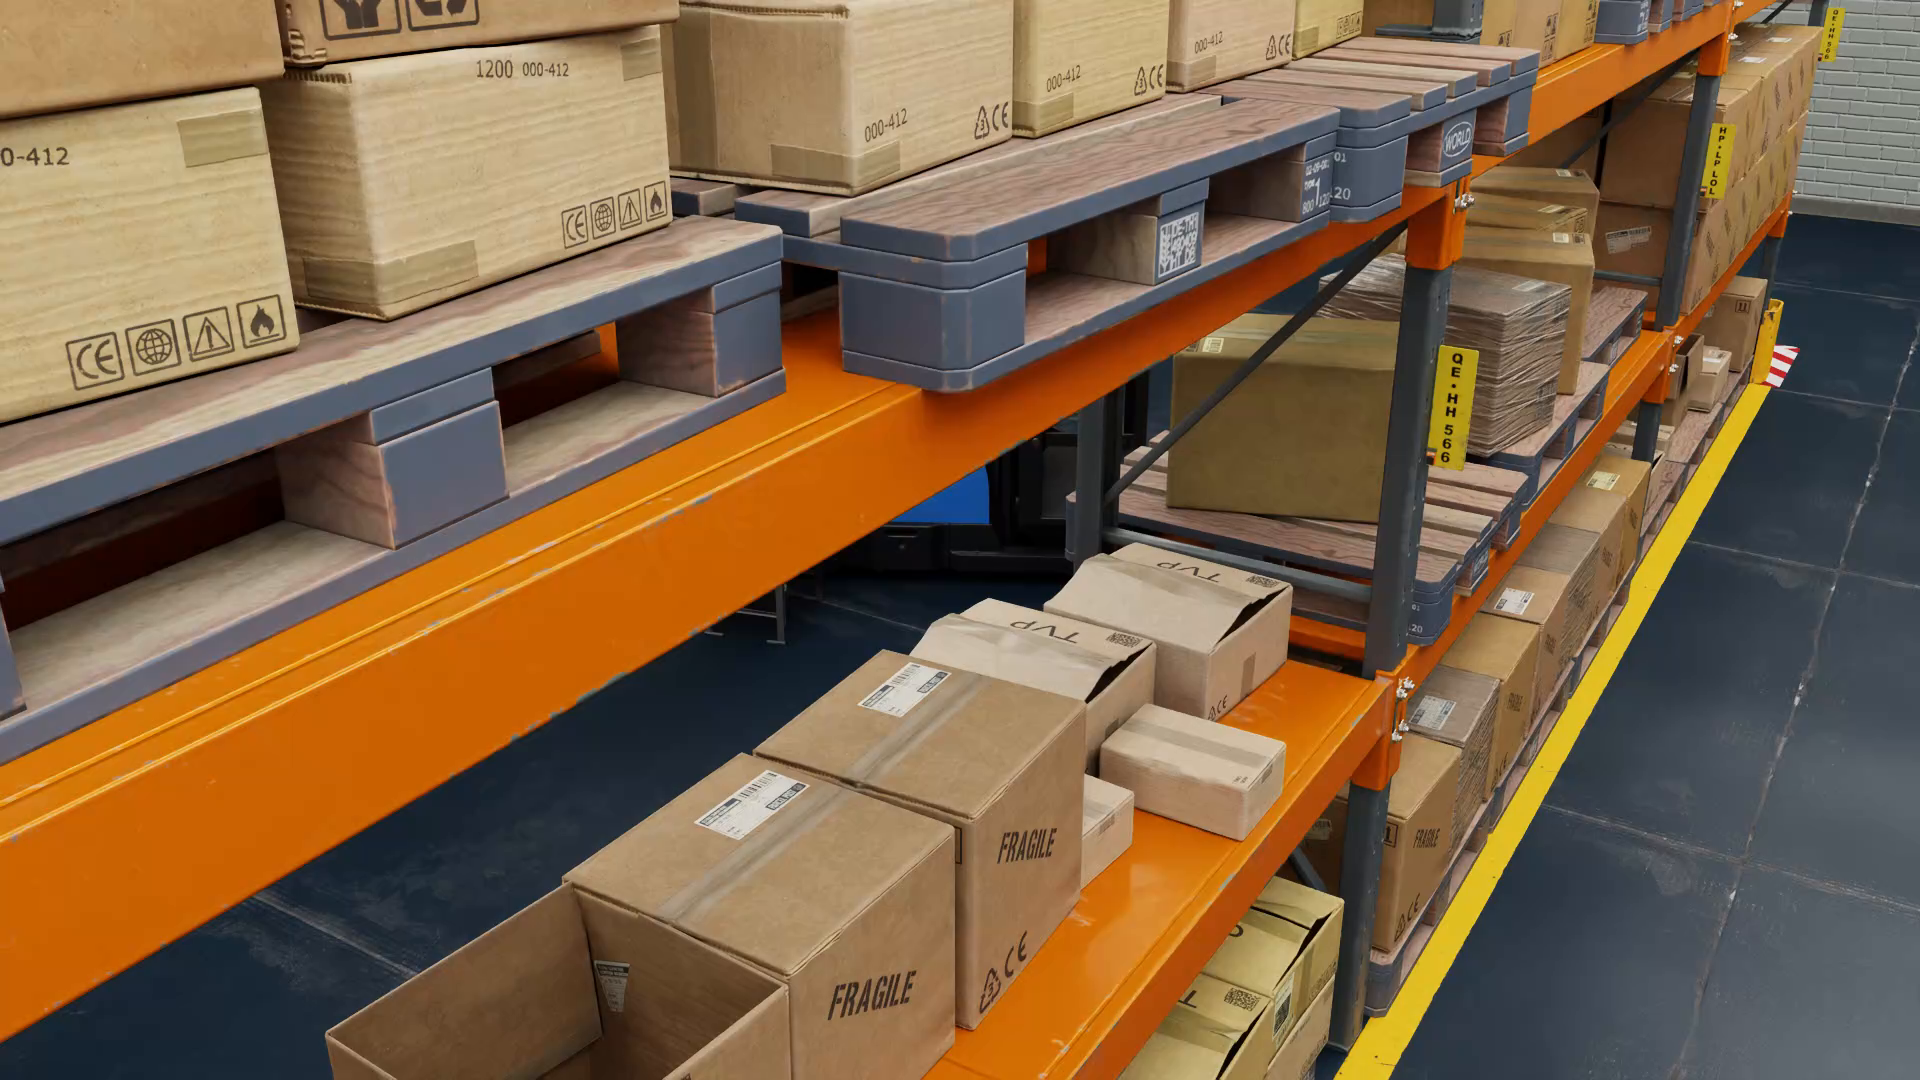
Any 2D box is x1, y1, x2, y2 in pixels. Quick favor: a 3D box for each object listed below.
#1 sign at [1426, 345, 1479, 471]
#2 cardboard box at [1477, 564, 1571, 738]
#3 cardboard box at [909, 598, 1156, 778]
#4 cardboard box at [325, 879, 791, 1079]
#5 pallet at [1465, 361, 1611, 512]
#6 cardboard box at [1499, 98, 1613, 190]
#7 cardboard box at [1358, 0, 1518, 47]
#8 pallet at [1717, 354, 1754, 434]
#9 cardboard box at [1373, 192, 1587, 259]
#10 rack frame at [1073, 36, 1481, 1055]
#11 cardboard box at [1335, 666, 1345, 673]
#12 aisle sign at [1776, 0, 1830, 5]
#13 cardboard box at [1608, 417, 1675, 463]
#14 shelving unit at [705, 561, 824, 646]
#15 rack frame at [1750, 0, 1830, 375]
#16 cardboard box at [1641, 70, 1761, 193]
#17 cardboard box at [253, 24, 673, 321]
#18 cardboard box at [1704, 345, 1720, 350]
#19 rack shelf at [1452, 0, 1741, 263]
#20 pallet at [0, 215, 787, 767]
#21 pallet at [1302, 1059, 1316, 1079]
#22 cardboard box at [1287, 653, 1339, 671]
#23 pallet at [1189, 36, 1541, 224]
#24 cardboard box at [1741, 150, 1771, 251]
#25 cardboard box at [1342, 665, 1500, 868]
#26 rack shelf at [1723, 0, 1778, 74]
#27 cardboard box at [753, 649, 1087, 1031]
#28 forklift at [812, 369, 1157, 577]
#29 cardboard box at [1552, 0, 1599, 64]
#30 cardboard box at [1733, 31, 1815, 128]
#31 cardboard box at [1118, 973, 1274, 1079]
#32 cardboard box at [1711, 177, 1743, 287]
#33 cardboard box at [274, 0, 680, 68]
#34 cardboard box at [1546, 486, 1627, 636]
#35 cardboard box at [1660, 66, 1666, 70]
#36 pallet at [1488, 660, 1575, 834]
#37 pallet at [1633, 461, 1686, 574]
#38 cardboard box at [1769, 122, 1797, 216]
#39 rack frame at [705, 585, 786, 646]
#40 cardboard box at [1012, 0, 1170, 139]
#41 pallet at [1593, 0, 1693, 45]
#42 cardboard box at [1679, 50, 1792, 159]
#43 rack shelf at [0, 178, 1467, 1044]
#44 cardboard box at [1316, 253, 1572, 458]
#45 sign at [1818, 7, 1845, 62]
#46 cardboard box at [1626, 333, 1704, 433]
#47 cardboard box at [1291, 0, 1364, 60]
[{"bbox_3d":[1.272,-0.339,4.300,0.100,0.325,0.005,14,27,29],"label":"sign"},{"bbox_3d":[2.093,0.405,6.631,0.500,0.500,0.500,13,27,27],"label":"cardboard box"},{"bbox_3d":[0.162,0.379,4.211,0.500,0.311,0.500,14,27,28],"label":"cardboard box"},{"bbox_3d":[-0.615,0.948,2.660,0.500,0.500,0.500,16,28,33],"label":"cardboard box"},{"bbox_3d":[1.820,-0.492,6.353,1.003,0.211,1.213,14,27,29],"label":"pallet"},{"bbox_3d":[2.955,-2.003,8.216,0.500,0.500,0.500,14,27,29],"label":"cardboard box"},{"bbox_3d":[1.000,-1.500,4.537,0.910,0.500,0.500,14,27,29],"label":"cardboard box"},{"bbox_3d":[4.559,-1.048,10.906,1.003,0.211,1.213,14,27,29],"label":"pallet"},{"bbox_3d":[2.160,-1.153,6.984,0.700,0.500,0.500,19,30,37],"label":"cardboard box"},{"bbox_3d":[0.799,0.077,4.796,1.000,3.000,0.127,14,27,29],"label":"rack frame"},{"bbox_3d":[1.092,0.657,6.048,0.500,0.500,0.500,15,28,31],"label":"cardboard box"},{"bbox_3d":[5.315,-3.775,10.422,0.394,0.787,0.004,14,27,29],"label":"aisle sign"},{"bbox_3d":[3.762,-0.565,9.292,0.380,0.166,0.250,14,27,29],"label":"cardboard box"},{"bbox_3d":[-0.924,-0.597,7.486,0.431,2.100,0.503,7,24,15],"label":"shelving unit"},{"bbox_3d":[5.018,-2.623,11.034,1.000,3.000,0.127,14,27,29],"label":"rack frame"},{"bbox_3d":[3.668,-2.052,8.330,0.500,0.500,0.500,13,27,27],"label":"cardboard box"},{"bbox_3d":[-0.691,-0.465,1.934,0.500,0.250,0.500,11,26,24],"label":"cardboard box"},{"bbox_3d":[4.651,-1.172,10.694,0.380,0.166,0.250,14,27,29],"label":"cardboard box"},{"bbox_3d":[1.854,-1.644,5.903,1.077,0.370,4.000,14,27,29],"label":"rack shelf"},{"bbox_3d":[-0.857,-0.162,1.814,0.805,0.209,1.217,13,26,27],"label":"pallet"},{"bbox_3d":[0.331,1.626,4.727,1.003,0.211,1.213,14,27,29],"label":"pallet"},{"bbox_3d":[1.119,0.293,5.945,0.500,0.250,0.500,15,28,31],"label":"cardboard box"},{"bbox_3d":[0.517,-0.965,3.666,1.213,0.211,1.003,15,28,31],"label":"pallet"},{"bbox_3d":[4.209,-1.948,9.347,0.500,0.500,0.500,13,27,28],"label":"cardboard box"},{"bbox_3d":[1.553,0.751,5.833,0.500,0.500,0.500,13,27,27],"label":"cardboard box"},{"bbox_3d":[3.964,-2.994,9.021,1.077,0.370,4.000,14,27,29],"label":"rack shelf"},{"bbox_3d":[-0.073,0.601,3.460,0.500,0.500,0.500,12,26,26],"label":"cardboard box"},{"bbox_3d":[0.623,-1.332,8.137,3.031,2.935,1.130,1,23,3],"label":"forklift"},{"bbox_3d":[1.543,-1.847,5.340,0.910,0.500,0.500,14,27,29],"label":"cardboard box"},{"bbox_3d":[4.752,-2.749,9.941,0.500,0.500,0.500,15,27,30],"label":"cardboard box"},{"bbox_3d":[0.463,1.294,4.212,0.500,0.311,0.500,13,27,28],"label":"cardboard box"},{"bbox_3d":[3.676,-1.607,8.561,0.500,0.500,0.500,14,27,30],"label":"cardboard box"},{"bbox_3d":[-0.672,-0.814,1.796,0.500,0.500,0.500,17,29,34],"label":"cardboard box"},{"bbox_3d":[2.624,0.064,7.419,0.500,0.500,0.500,14,27,29],"label":"cardboard box"},{"bbox_3d":[3.489,-2.346,9.010,0.500,0.500,0.500,14,27,29],"label":"cardboard box"},{"bbox_3d":[1.869,0.703,6.862,1.003,0.211,1.213,14,27,29],"label":"pallet"},{"bbox_3d":[3.272,-0.225,9.004,1.003,0.211,1.213,14,27,29],"label":"pallet"},{"bbox_3d":[4.743,-2.285,10.127,0.500,0.500,0.500,14,27,29],"label":"cardboard box"},{"bbox_3d":[-0.993,-0.504,7.271,0.400,2.100,0.015,7,24,15],"label":"rack frame"},{"bbox_3d":[0.035,-0.887,2.908,0.500,0.250,0.500,13,27,28],"label":"cardboard box"},{"bbox_3d":[1.960,-2.007,6.072,1.213,0.211,1.003,14,27,29],"label":"pallet"},{"bbox_3d":[4.211,-2.400,9.134,0.500,0.500,0.500,15,27,31],"label":"cardboard box"},{"bbox_3d":[-0.256,-0.294,2.784,1.077,0.370,4.000,14,27,29],"label":"rack shelf"},{"bbox_3d":[1.680,-0.666,5.859,0.700,0.500,0.500,20,31,39],"label":"cardboard box"},{"bbox_3d":[5.479,-3.176,10.456,0.100,0.325,0.005,14,27,29],"label":"sign"},{"bbox_3d":[3.895,-0.965,9.791,0.797,0.503,0.637,14,27,29],"label":"cardboard box"},{"bbox_3d":[0.607,-1.258,3.766,0.500,0.250,0.500,12,26,25],"label":"cardboard box"}]
